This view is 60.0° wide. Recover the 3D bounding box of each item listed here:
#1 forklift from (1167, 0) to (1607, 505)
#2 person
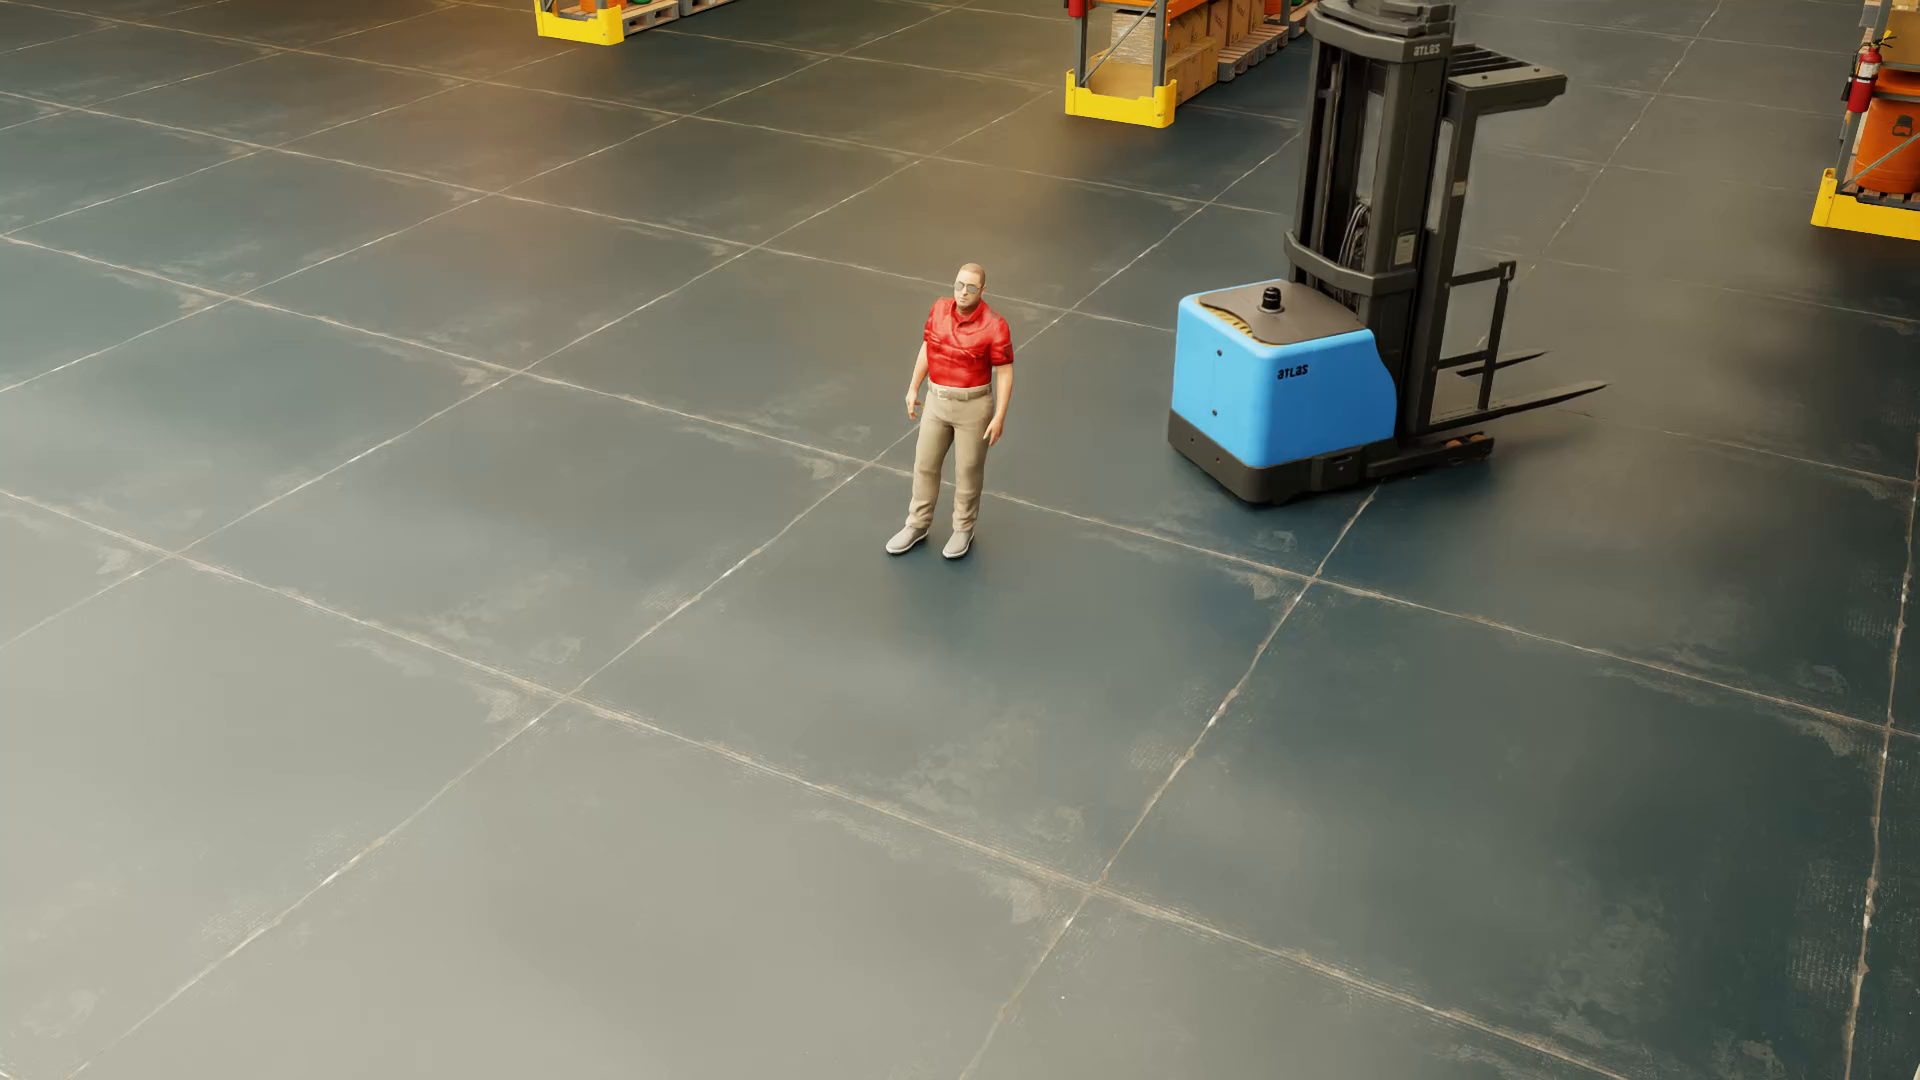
[{"bbox_3d":[2.931,-1.977,10.496,3.031,2.935,1.130,-13,32,-21],"label":"forklift"},{"bbox_3d":[-0.054,-0.719,9.504,0.640,1.727,0.551,15,33,25],"label":"person"}]
